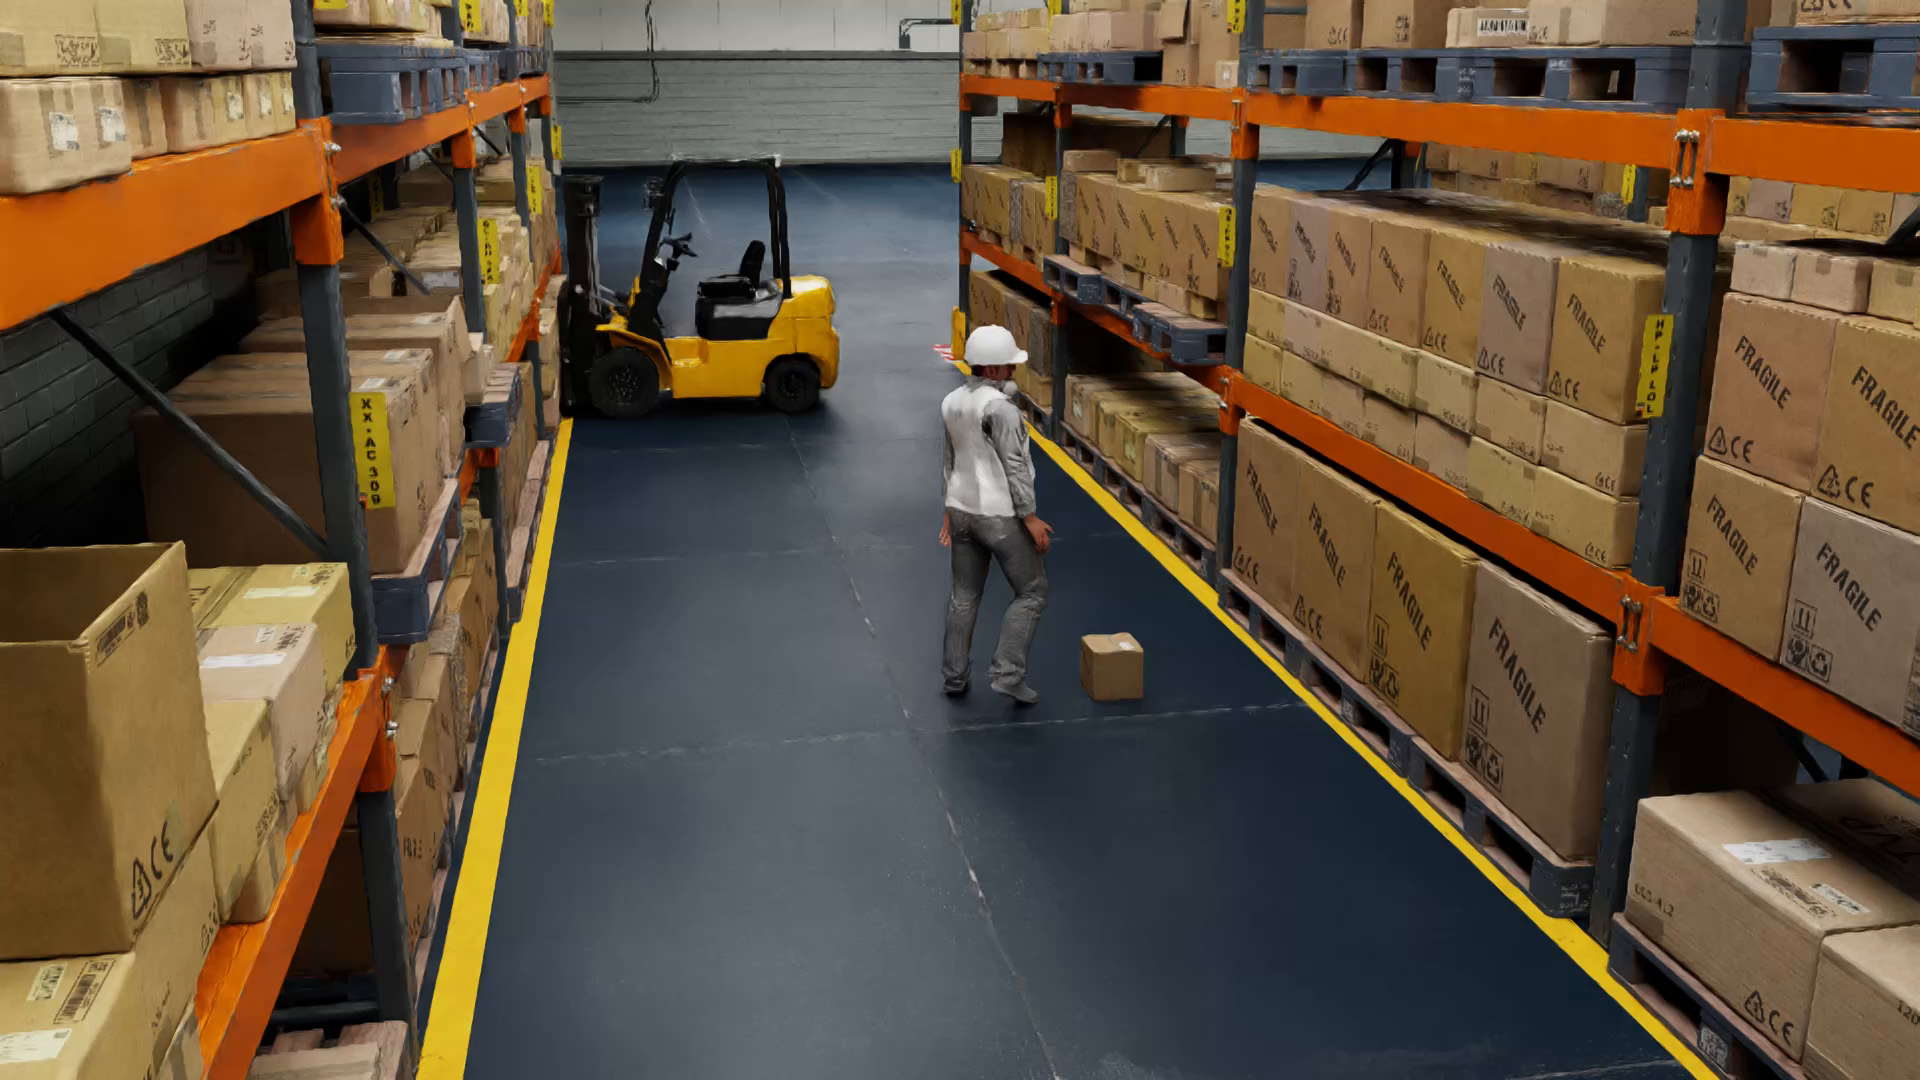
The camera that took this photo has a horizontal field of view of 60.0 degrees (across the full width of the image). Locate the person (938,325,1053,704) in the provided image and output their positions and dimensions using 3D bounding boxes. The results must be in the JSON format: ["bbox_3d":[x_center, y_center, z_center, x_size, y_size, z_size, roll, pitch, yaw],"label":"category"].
[{"bbox_3d":[0.156,-0.102,7.787,0.386,1.802,0.630,-13,21,-37],"label":"person"}]
